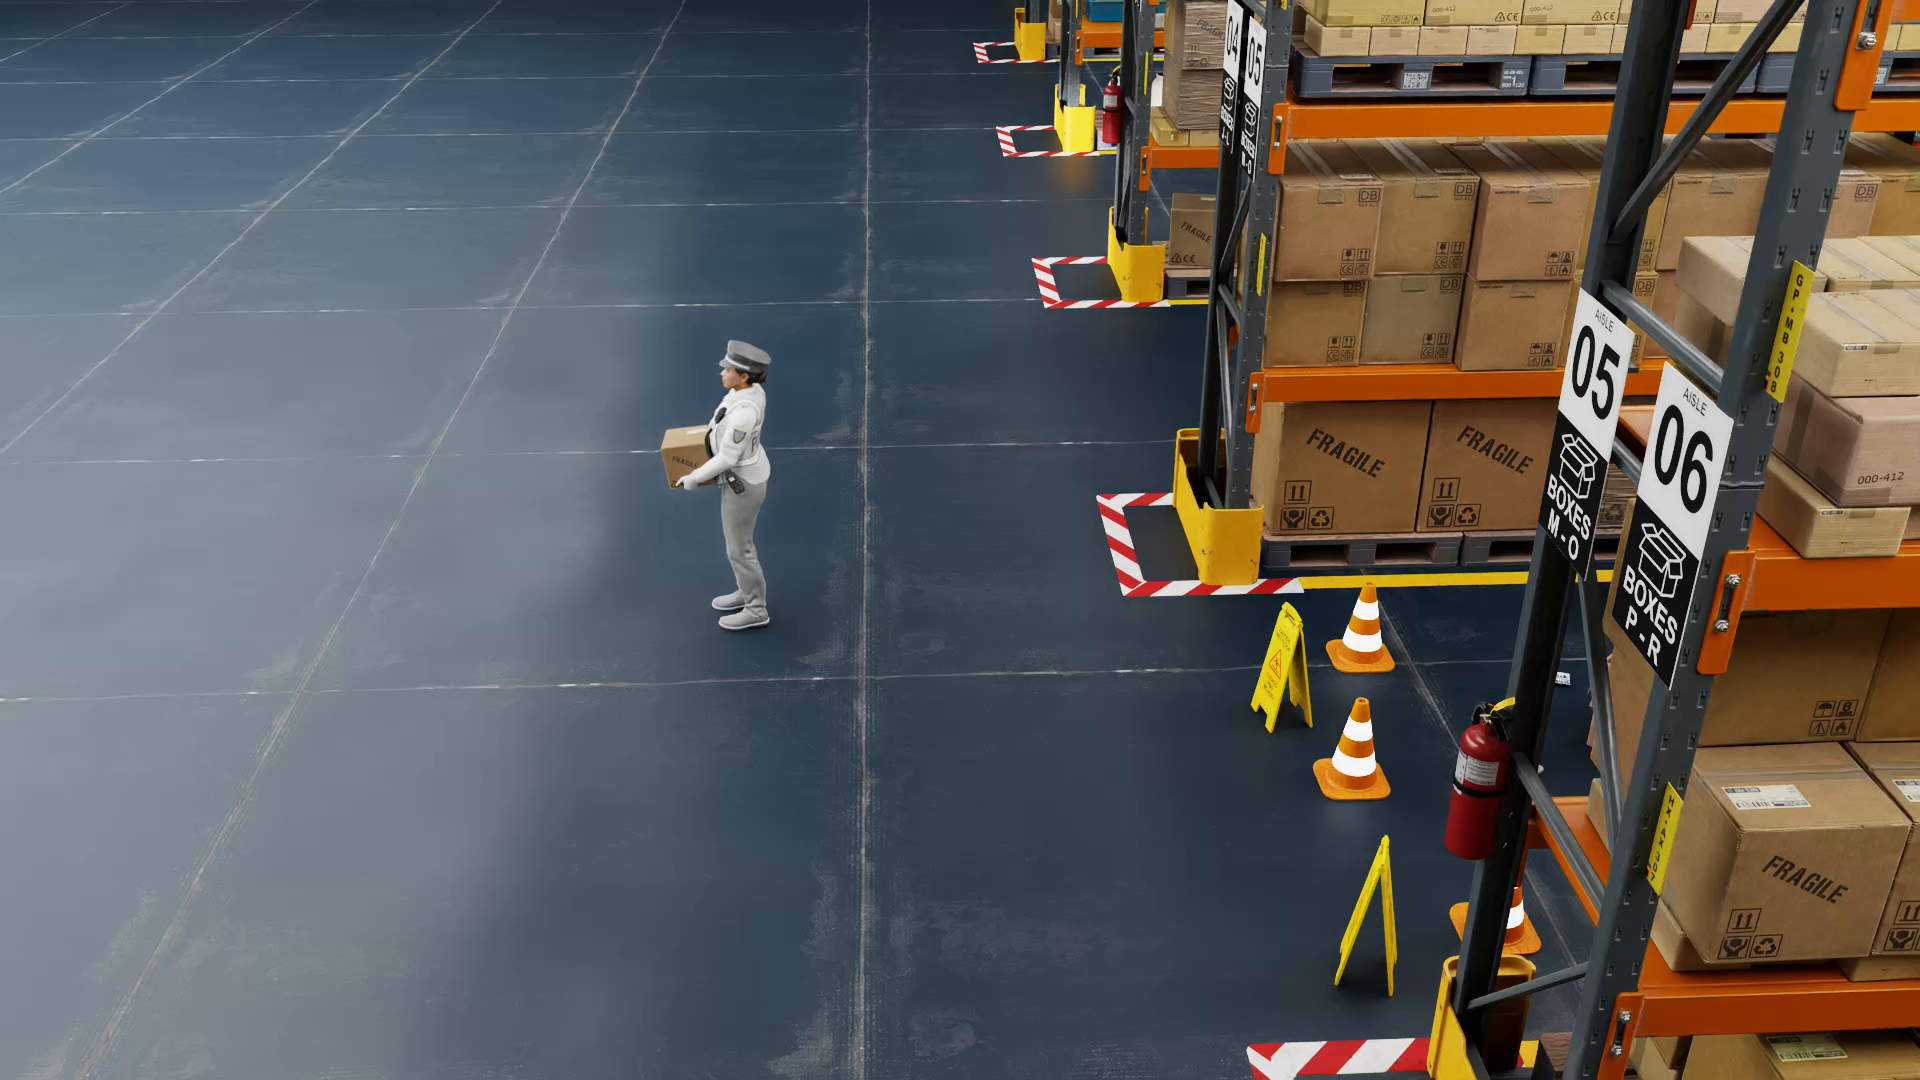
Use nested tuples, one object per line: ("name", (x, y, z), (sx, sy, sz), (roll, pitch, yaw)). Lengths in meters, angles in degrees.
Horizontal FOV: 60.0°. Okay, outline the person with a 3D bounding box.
("person", (-1.275, -0.314, 9.194), (0.551, 1.686, 0.459), (-1, 28, -2))
